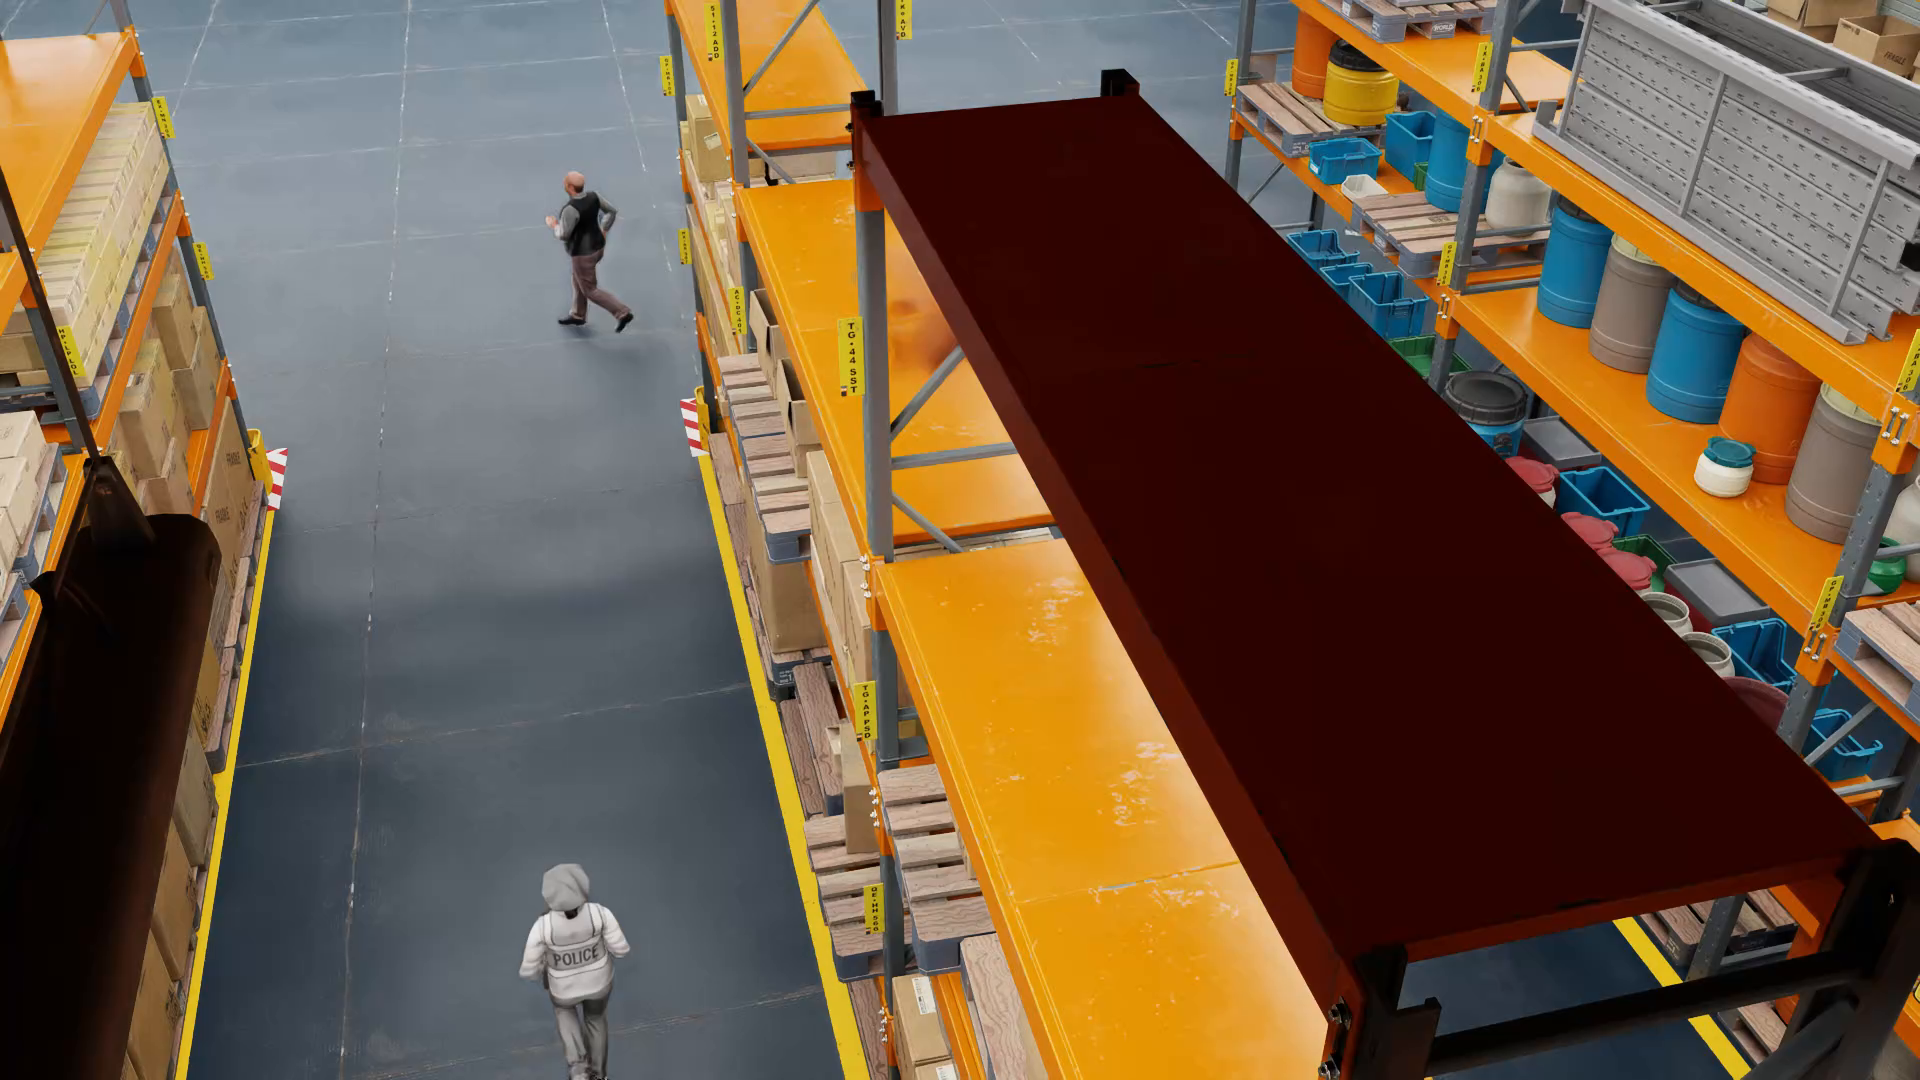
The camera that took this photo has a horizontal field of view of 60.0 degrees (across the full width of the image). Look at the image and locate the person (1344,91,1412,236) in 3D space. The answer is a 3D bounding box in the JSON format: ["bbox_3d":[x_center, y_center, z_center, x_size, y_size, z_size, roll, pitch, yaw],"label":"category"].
[{"bbox_3d":[4.918,-4.226,18.764,0.927,1.682,0.529,7,35,10],"label":"person"}]

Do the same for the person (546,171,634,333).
[{"bbox_3d":[-3.748,-2.890,16.749,0.952,1.705,0.657,11,36,15],"label":"person"}]

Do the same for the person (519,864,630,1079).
[{"bbox_3d":[-2.103,2.386,9.146,0.592,1.651,0.506,-10,36,-15],"label":"person"}]
